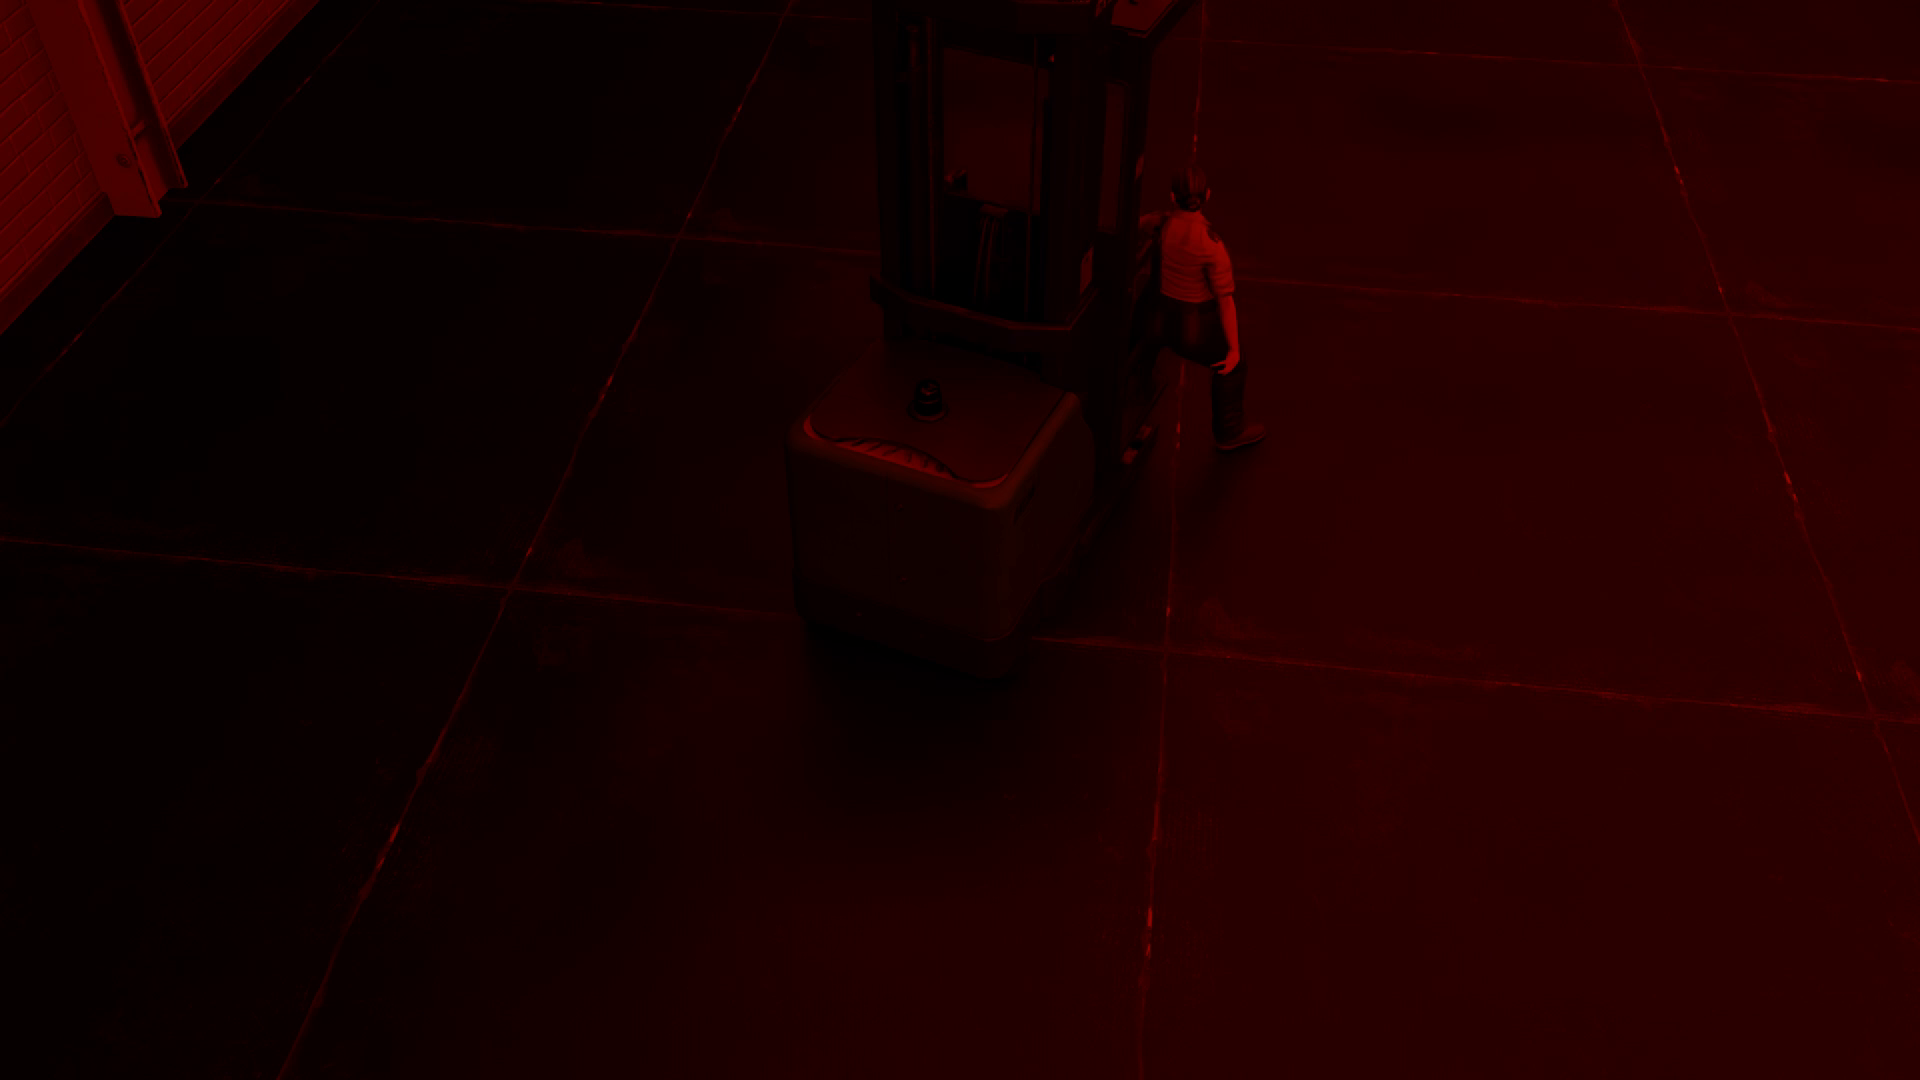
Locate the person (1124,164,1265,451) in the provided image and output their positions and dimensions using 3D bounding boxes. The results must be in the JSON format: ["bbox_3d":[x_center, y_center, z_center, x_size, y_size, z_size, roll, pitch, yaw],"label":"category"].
[{"bbox_3d":[1.094,-1.043,7.859,0.689,1.568,0.718,22,47,22],"label":"person"}]

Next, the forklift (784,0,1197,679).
[{"bbox_3d":[0.342,-1.485,7.340,1.130,2.935,3.031,18,45,18],"label":"forklift"}]
